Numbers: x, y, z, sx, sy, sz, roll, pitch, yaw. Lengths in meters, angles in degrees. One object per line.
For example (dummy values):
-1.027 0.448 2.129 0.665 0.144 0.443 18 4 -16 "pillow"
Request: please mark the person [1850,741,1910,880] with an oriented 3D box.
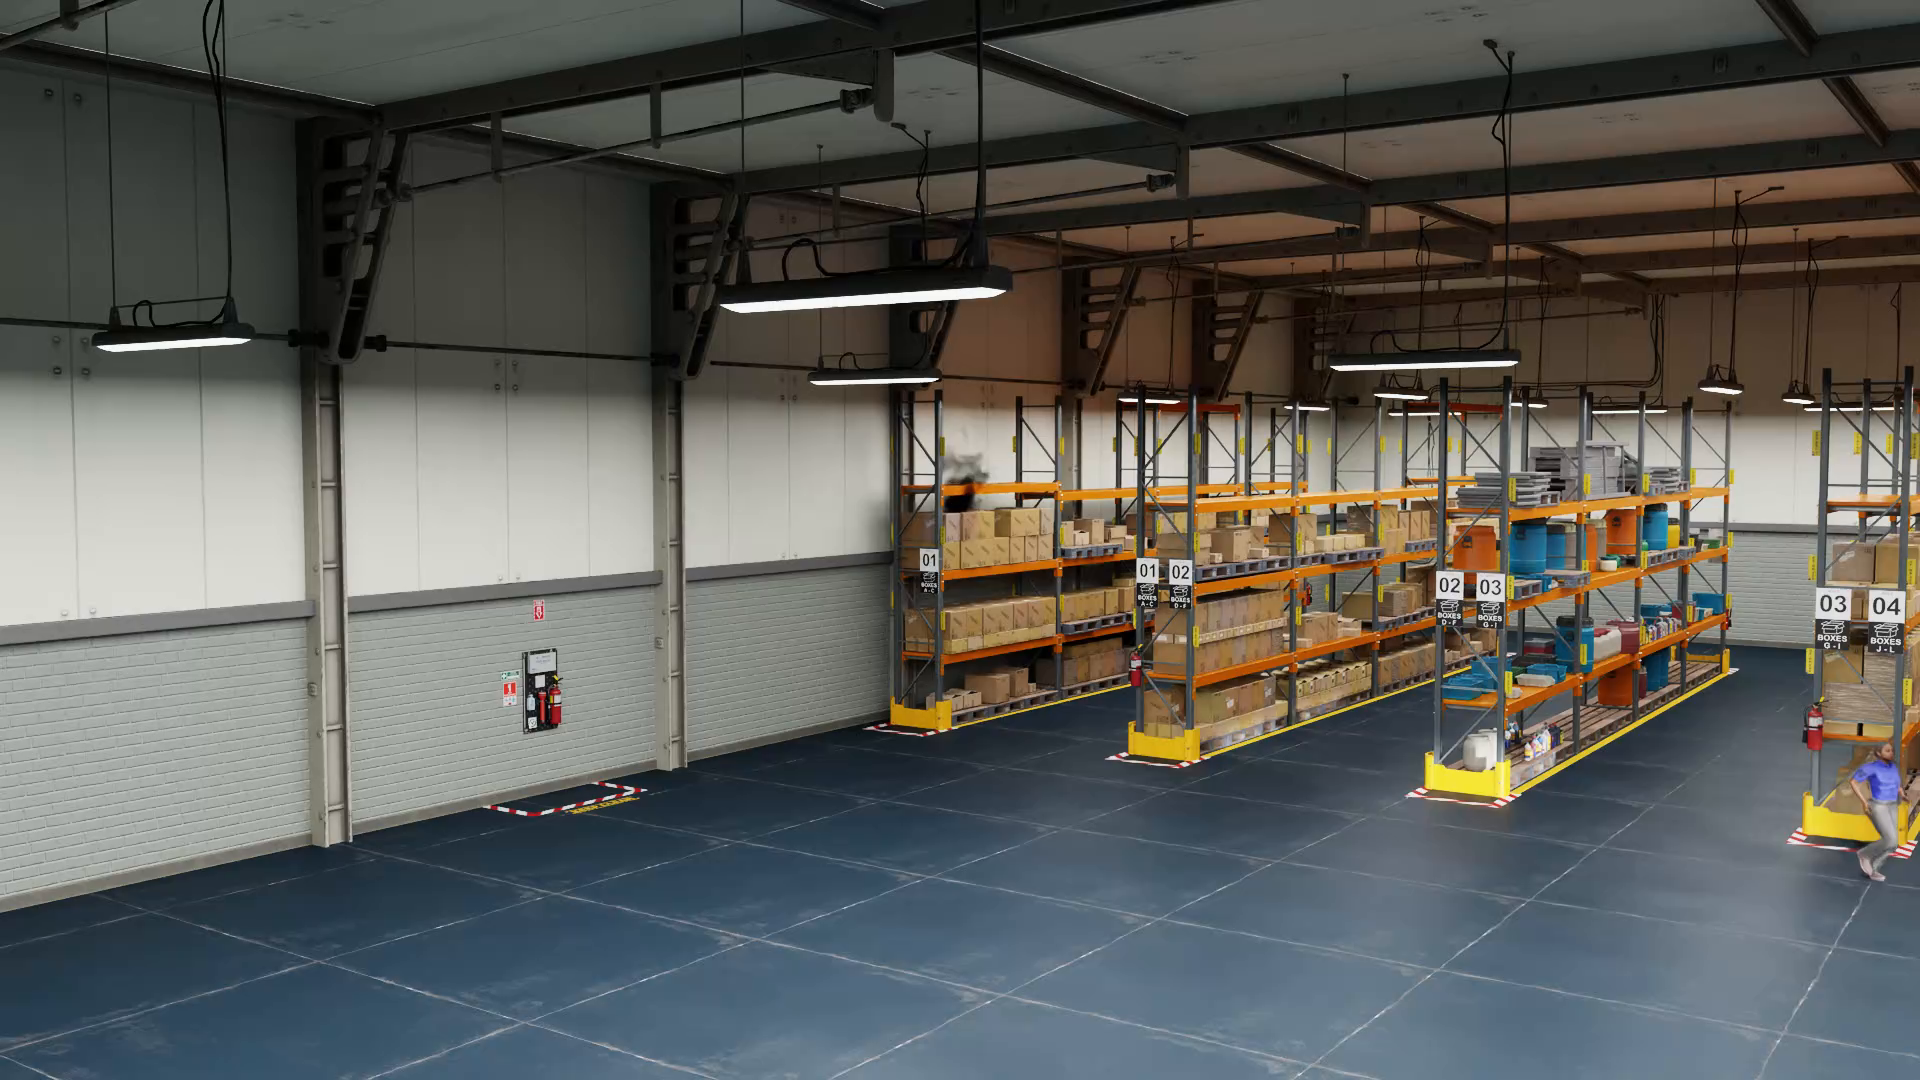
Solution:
10.617 3.127 19.087 0.565 1.601 0.568 -1 3 -19 "person"
